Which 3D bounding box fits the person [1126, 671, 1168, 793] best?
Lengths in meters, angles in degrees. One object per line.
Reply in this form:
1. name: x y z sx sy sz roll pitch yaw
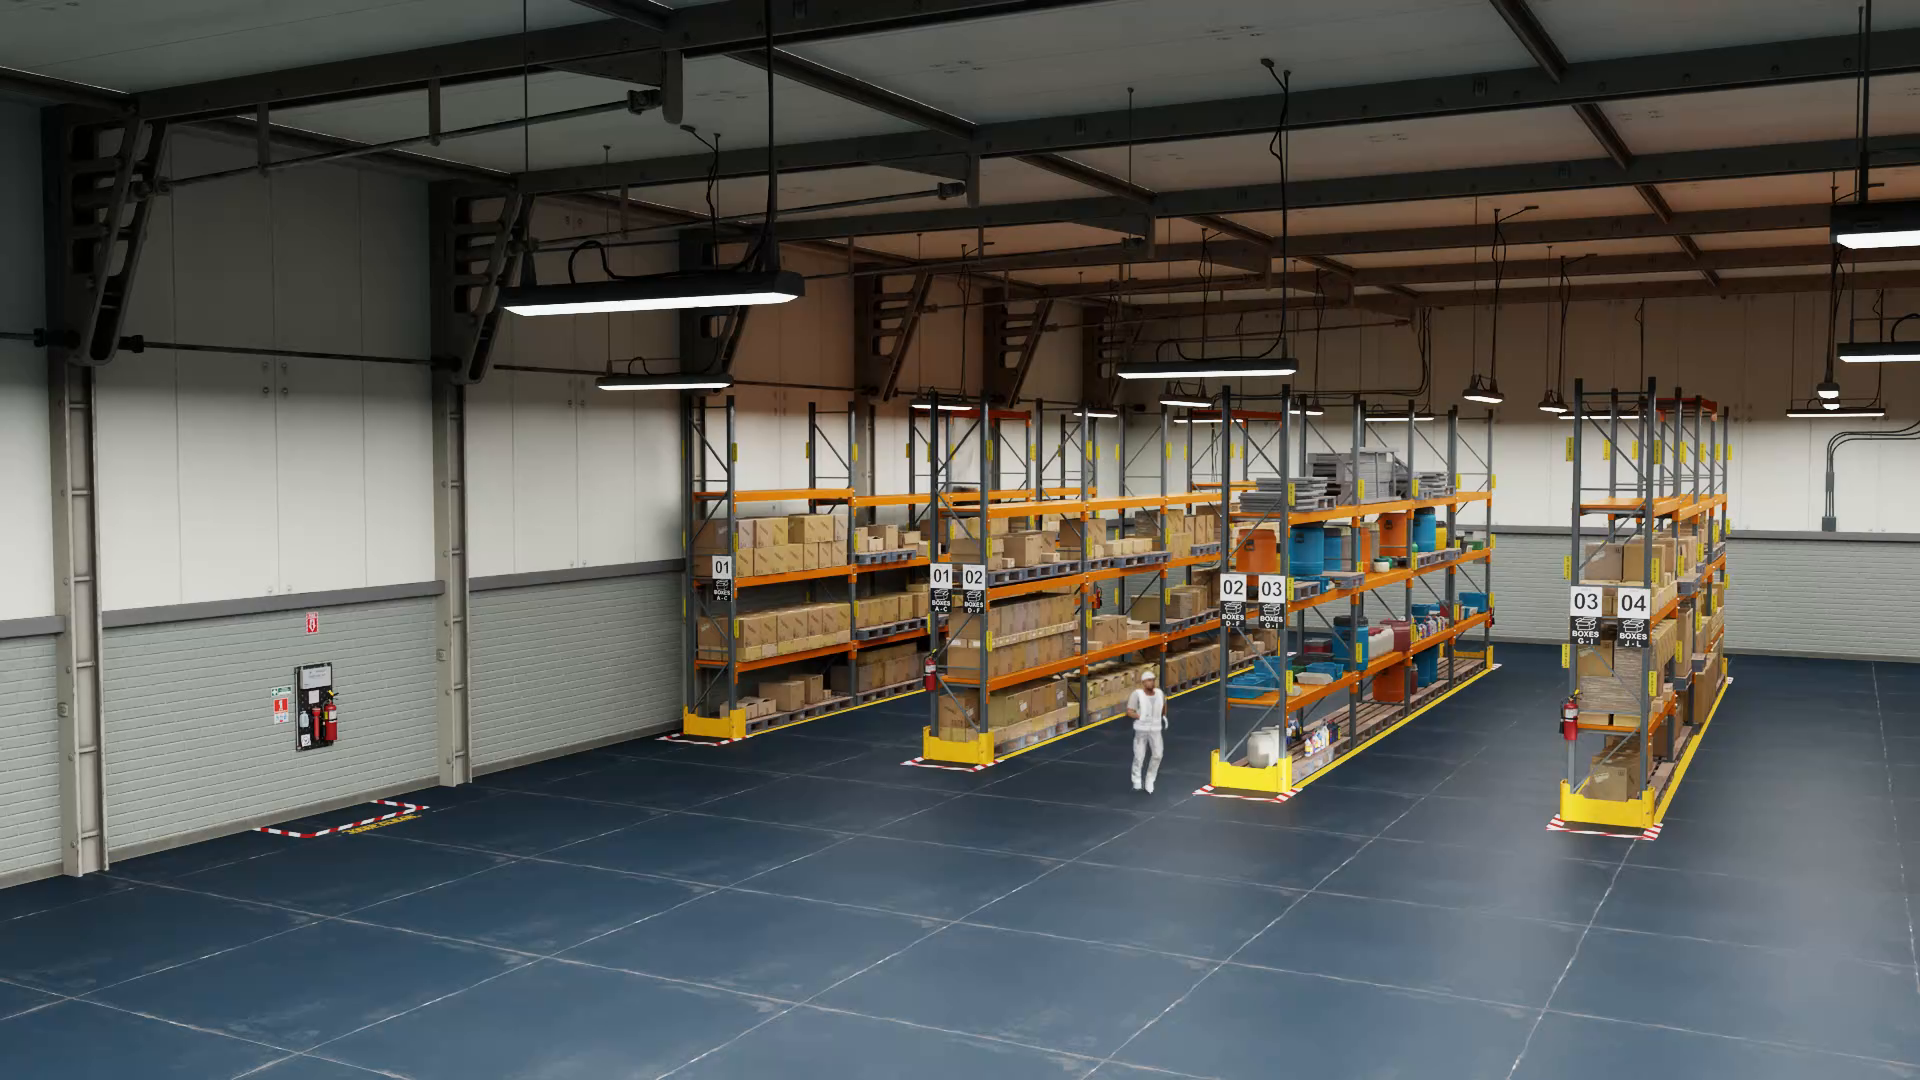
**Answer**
1. person: 2.787 2.830 24.502 0.699 1.795 0.690 -1 3 -10
